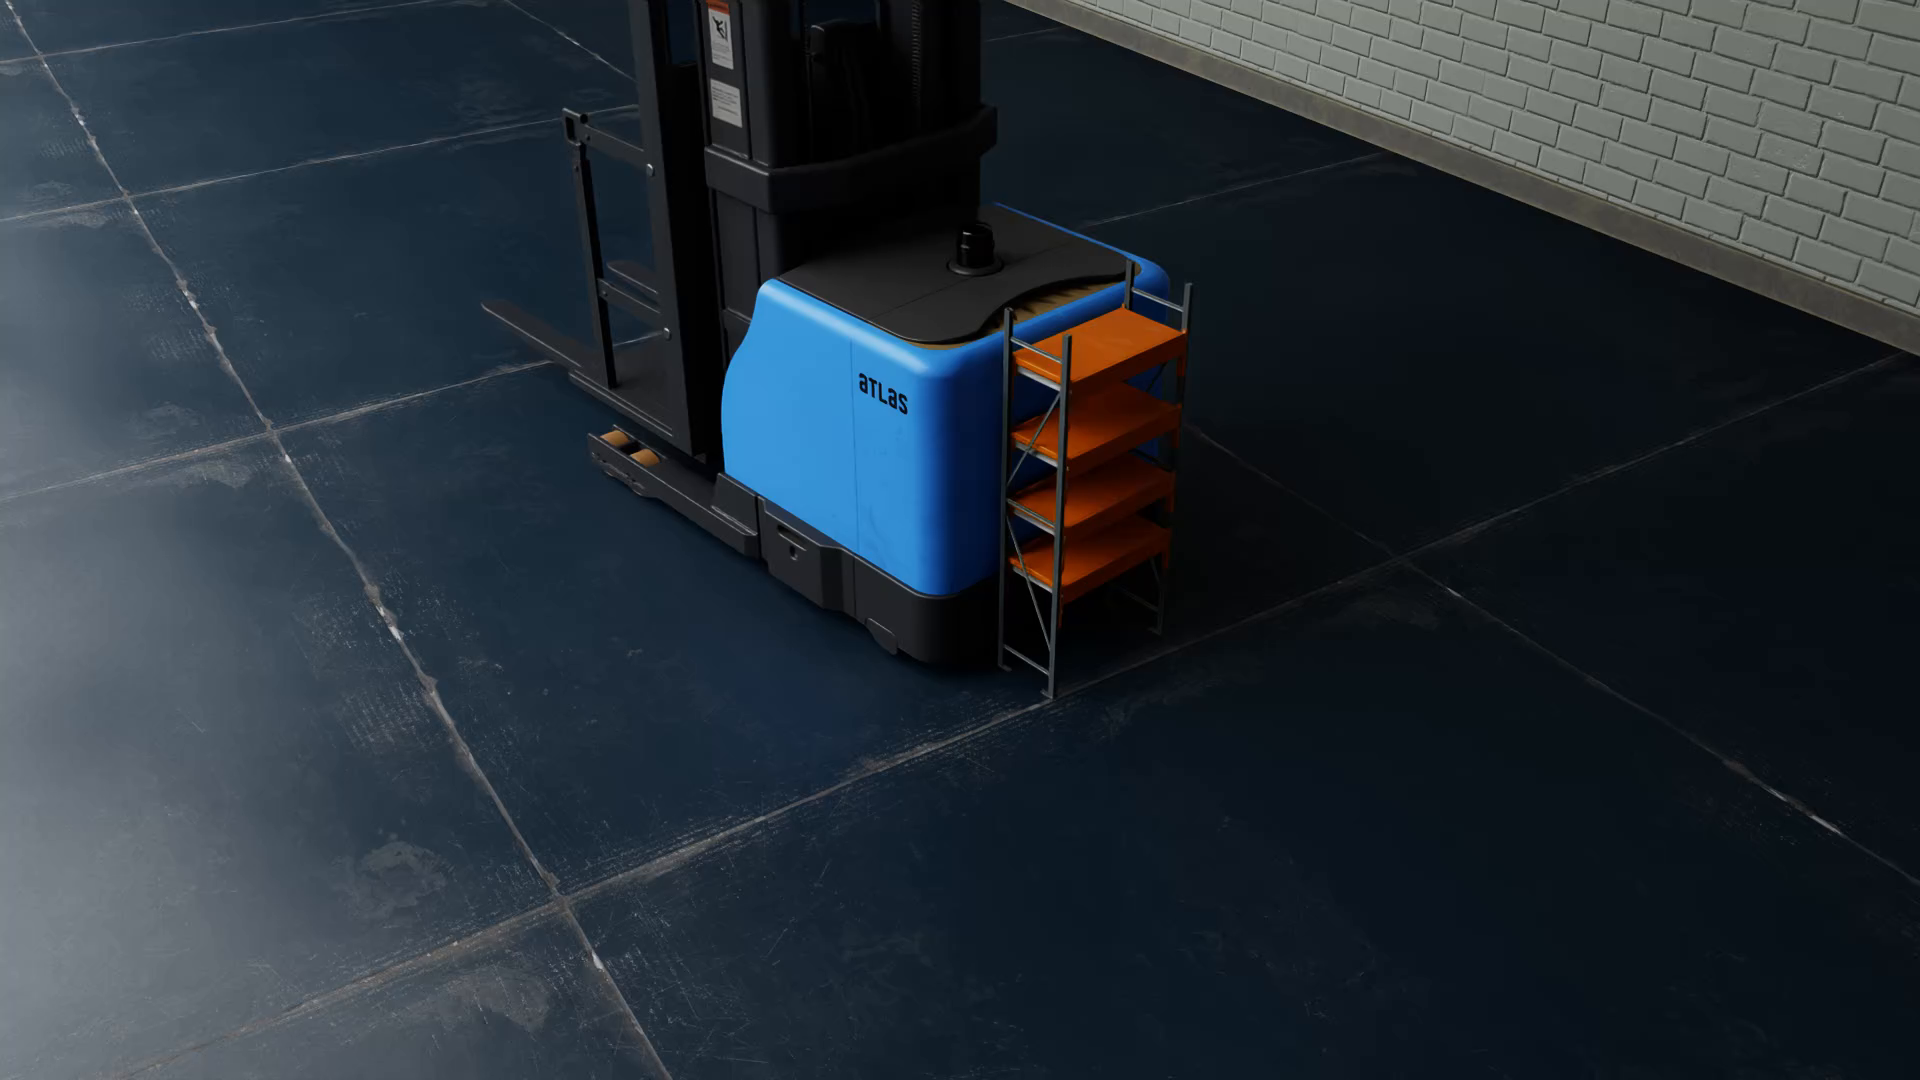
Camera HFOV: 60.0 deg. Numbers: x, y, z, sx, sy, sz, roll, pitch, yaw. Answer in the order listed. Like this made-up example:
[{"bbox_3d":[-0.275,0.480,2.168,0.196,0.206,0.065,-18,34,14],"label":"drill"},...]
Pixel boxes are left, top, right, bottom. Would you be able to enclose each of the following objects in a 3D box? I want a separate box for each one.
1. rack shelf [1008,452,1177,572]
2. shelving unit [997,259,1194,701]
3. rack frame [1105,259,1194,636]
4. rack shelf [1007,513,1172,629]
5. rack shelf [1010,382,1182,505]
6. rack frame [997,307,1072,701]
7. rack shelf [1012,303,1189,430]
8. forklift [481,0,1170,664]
[{"bbox_3d":[0.383,-0.106,4.918,0.480,0.148,0.258,-26,41,-35],"label":"rack shelf"},{"bbox_3d":[0.384,-0.162,4.882,0.503,1.200,0.258,-26,41,-35],"label":"shelving unit"},{"bbox_3d":[0.563,-0.251,5.022,0.015,1.200,0.240,-26,41,-35],"label":"rack frame"},{"bbox_3d":[0.383,0.062,5.024,0.480,0.148,0.258,-26,41,-35],"label":"rack shelf"},{"bbox_3d":[0.384,-0.294,4.798,0.480,0.148,0.258,-26,41,-35],"label":"rack shelf"},{"bbox_3d":[0.205,-0.074,4.741,0.015,1.200,0.240,-26,41,-35],"label":"rack frame"},{"bbox_3d":[0.385,-0.494,4.670,0.480,0.148,0.258,-26,41,-35],"label":"rack shelf"},{"bbox_3d":[-0.713,-1.562,5.480,1.130,2.935,3.031,-26,41,-35],"label":"forklift"}]
